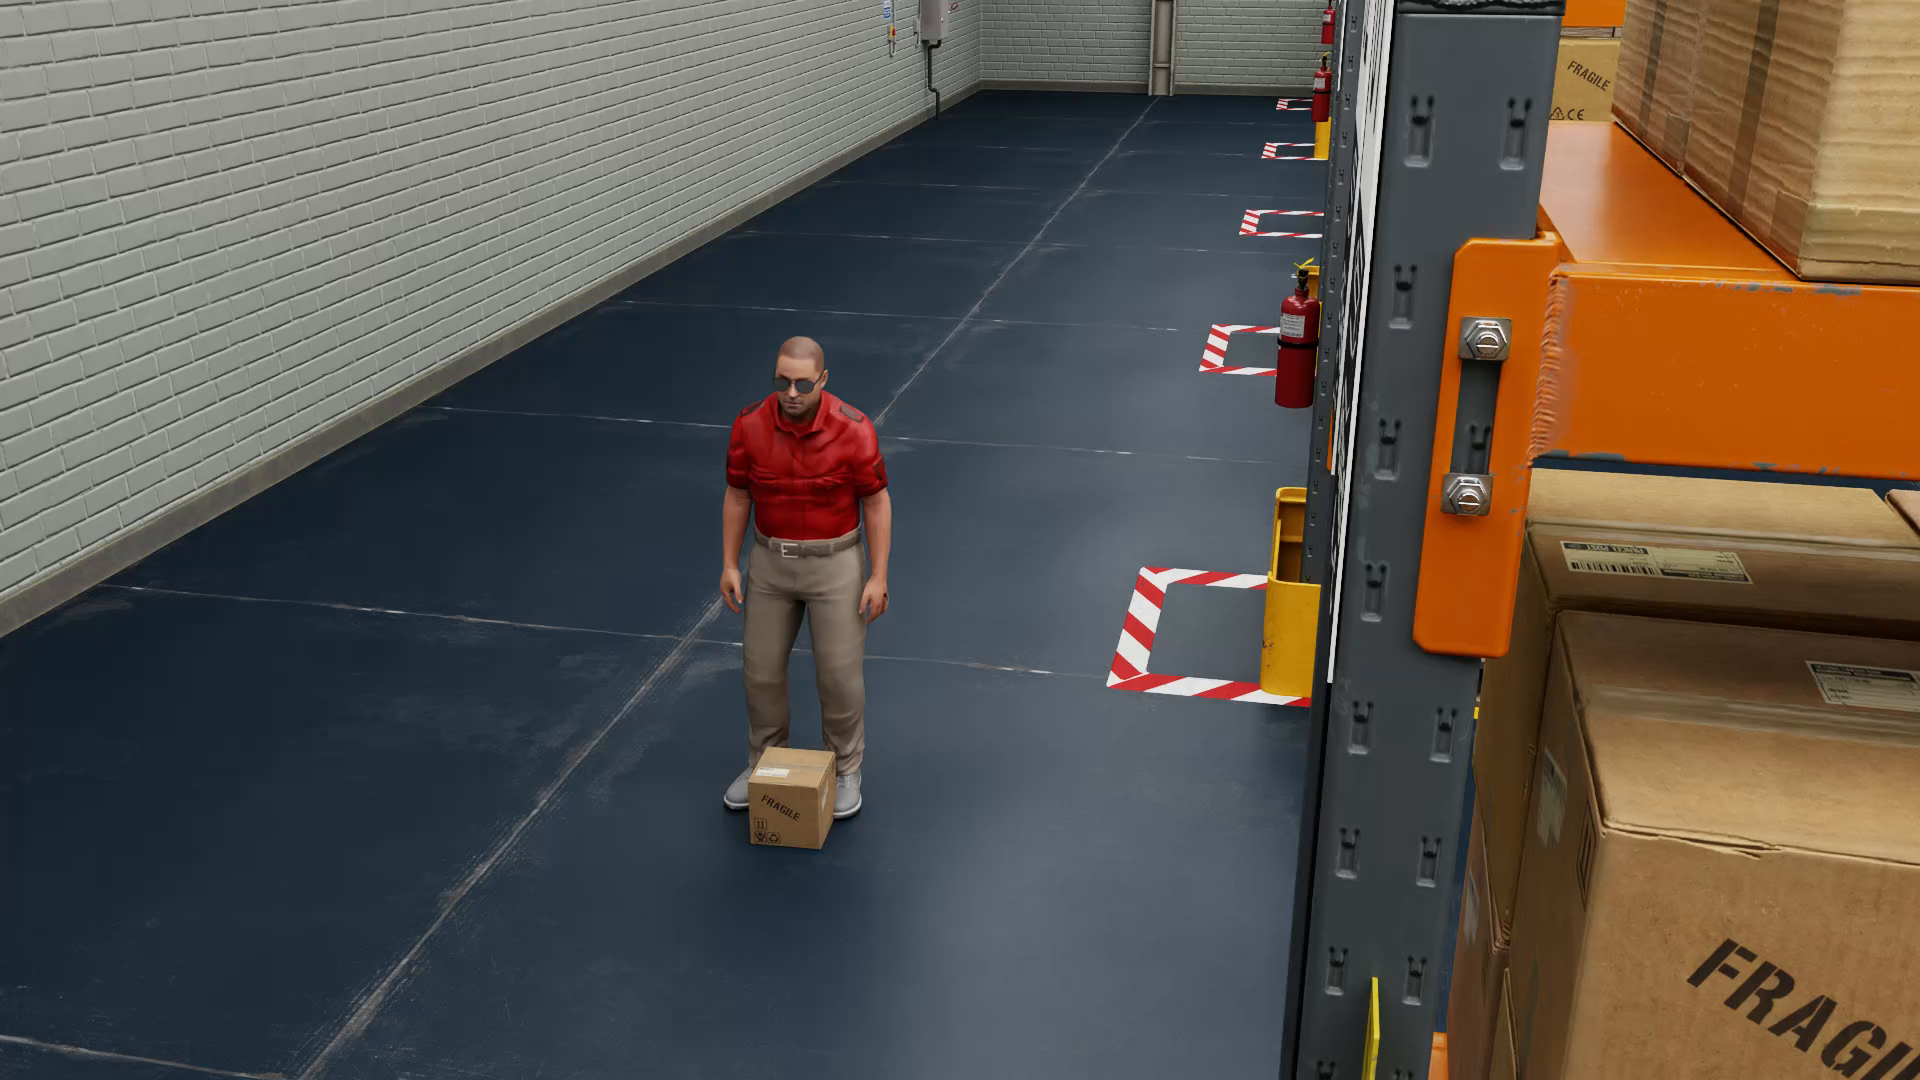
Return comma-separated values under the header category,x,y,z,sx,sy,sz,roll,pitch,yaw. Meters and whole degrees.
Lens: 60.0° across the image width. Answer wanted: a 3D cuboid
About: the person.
category,x,y,z,sx,sy,sz,roll,pitch,yaw
person,-0.539,0.122,5.791,0.602,1.728,0.384,4,22,9
